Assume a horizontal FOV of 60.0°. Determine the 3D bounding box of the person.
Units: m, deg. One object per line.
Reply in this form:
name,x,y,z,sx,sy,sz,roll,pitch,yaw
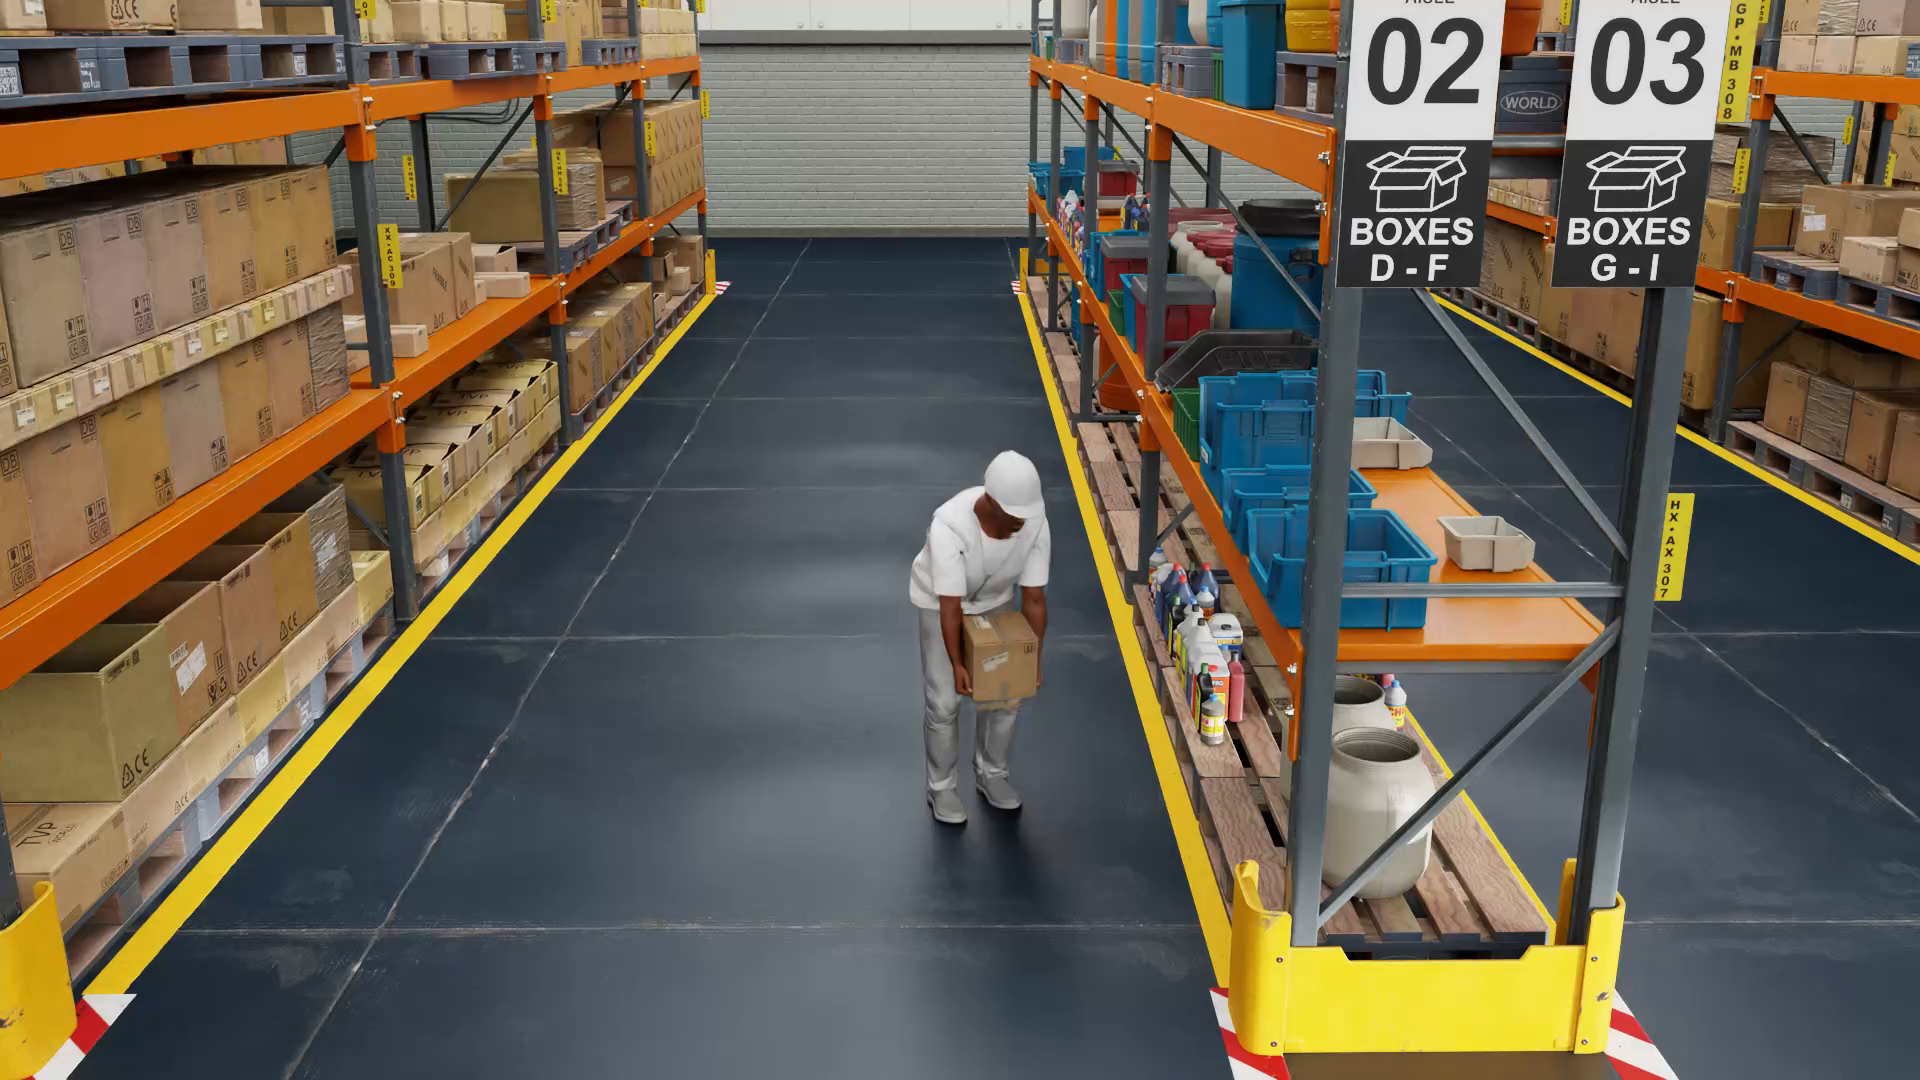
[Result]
person,0.104,0.371,6.591,0.489,1.588,0.763,-6,18,-20
